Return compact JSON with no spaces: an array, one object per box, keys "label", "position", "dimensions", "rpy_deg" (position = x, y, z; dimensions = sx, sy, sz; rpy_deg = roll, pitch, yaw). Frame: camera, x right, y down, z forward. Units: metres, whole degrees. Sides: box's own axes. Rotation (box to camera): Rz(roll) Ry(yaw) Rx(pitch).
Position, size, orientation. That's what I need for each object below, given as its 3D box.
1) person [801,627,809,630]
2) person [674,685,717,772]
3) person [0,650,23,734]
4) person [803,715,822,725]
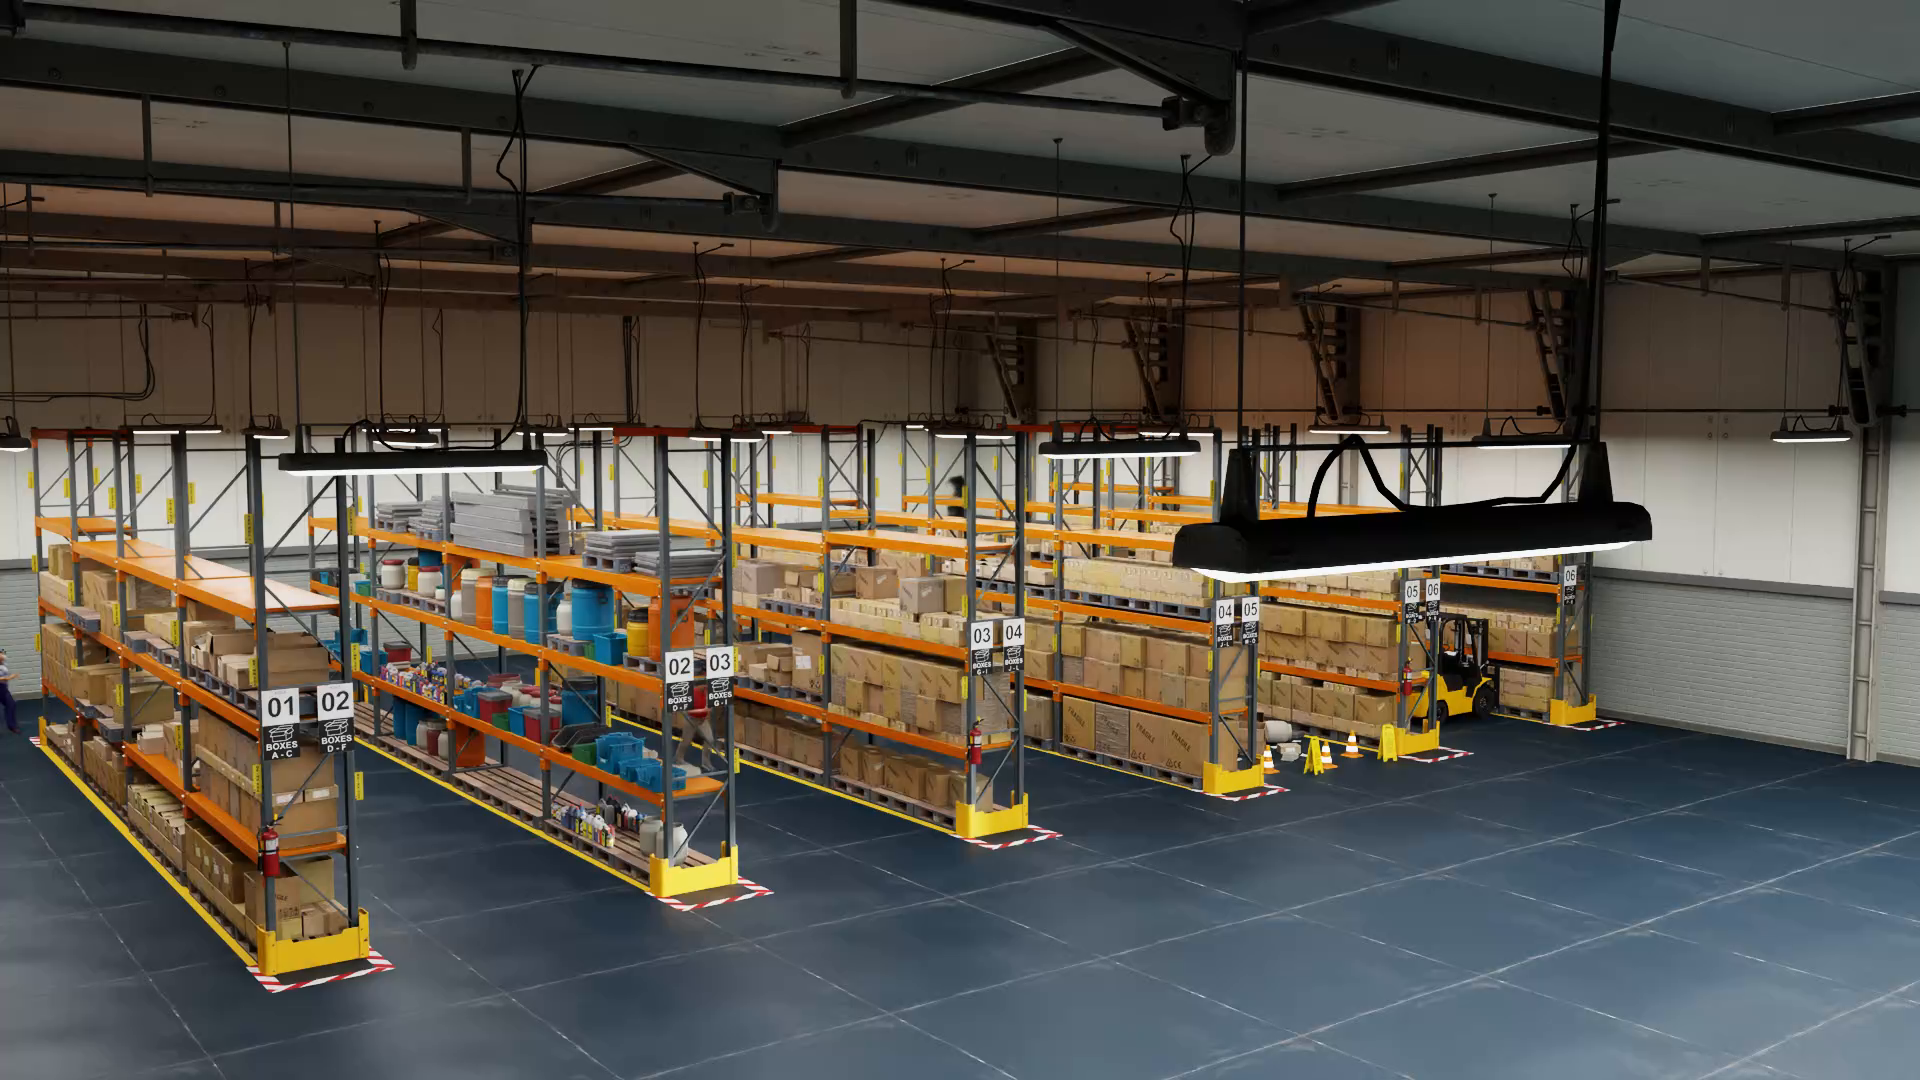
[{"label":"person","position":[-3.359,2.695,35.274],"dimensions":[0.652,1.748,0.976],"rpy_deg":[-4,6,-44]},{"label":"person","position":[-4.618,3.211,29.141],"dimensions":[0.986,1.713,0.667],"rpy_deg":[4,6,42]},{"label":"person","position":[-18.712,2.975,32.275],"dimensions":[0.855,1.679,0.577],"rpy_deg":[-1,5,-17]},{"label":"person","position":[-2.725,2.967,32.324],"dimensions":[0.834,1.739,0.668],"rpy_deg":[1,5,7]}]
